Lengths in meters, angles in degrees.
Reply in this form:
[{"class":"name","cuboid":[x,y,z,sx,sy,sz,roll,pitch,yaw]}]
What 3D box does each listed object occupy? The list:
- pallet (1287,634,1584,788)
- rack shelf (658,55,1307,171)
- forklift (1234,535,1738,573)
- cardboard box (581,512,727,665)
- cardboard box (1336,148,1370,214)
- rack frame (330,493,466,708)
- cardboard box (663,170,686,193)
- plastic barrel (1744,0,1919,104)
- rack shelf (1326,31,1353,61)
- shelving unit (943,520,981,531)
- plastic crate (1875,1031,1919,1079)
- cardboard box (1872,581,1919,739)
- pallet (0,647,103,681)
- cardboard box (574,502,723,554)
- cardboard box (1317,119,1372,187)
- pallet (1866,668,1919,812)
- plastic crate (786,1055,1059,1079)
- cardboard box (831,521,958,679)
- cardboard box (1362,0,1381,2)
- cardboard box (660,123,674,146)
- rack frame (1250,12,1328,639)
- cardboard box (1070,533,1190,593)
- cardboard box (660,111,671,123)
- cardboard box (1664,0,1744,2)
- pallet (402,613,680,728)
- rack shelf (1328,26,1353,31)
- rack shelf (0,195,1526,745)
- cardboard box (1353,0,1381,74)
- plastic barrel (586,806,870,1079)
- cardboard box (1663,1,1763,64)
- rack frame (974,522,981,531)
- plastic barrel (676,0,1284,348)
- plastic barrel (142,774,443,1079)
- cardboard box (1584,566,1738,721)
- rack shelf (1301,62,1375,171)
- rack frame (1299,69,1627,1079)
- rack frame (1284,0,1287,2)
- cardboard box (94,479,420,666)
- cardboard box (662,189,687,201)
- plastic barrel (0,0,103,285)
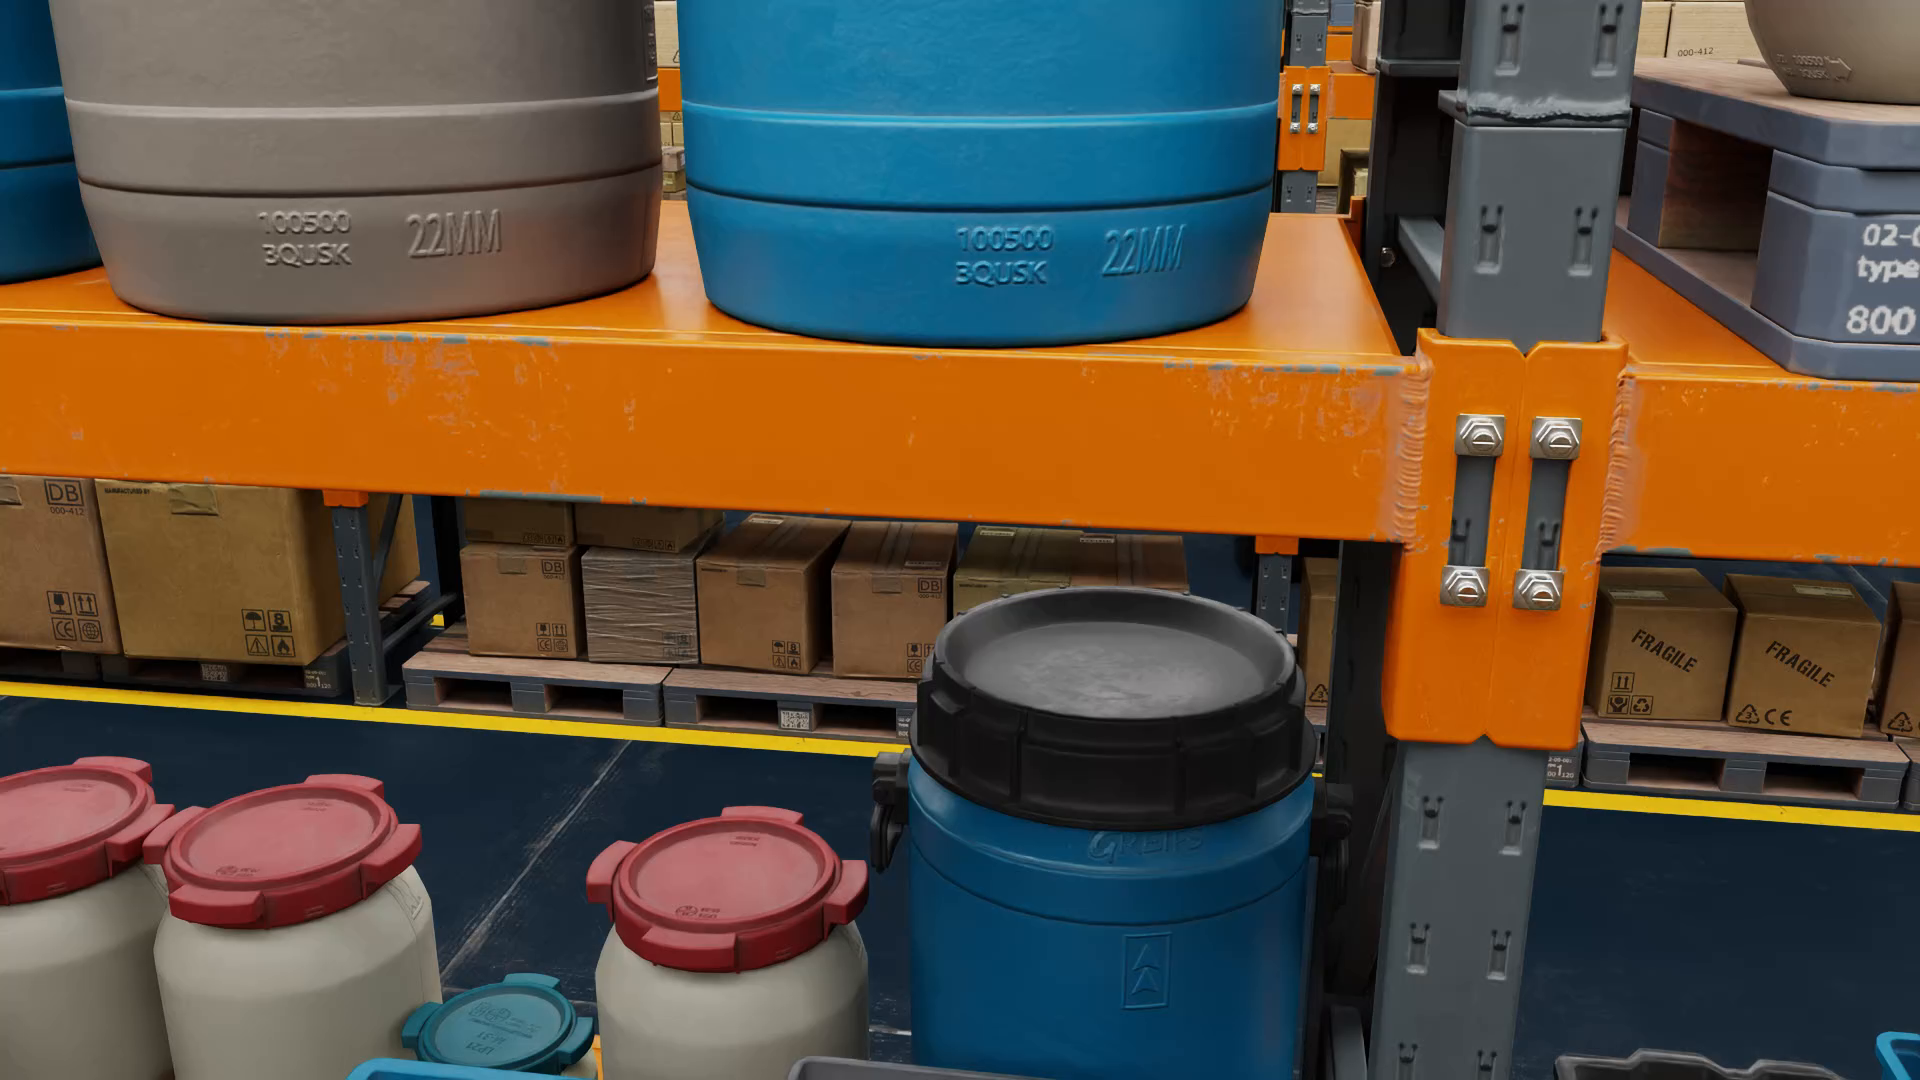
[{"class":"pallet","cuboid":[2.010,0.725,7.303,1.213,0.211,1.003,3,19,9]},{"class":"rack shelf","cuboid":[-0.633,-1.802,6.868,4.000,0.370,1.077,3,19,9]},{"class":"forklift","cuboid":[3.086,-1.267,8.971,3.031,2.935,1.130,3,19,8]},{"class":"cardboard box","cuboid":[-1.394,0.207,7.703,0.500,0.500,0.700,1,19,4]},{"class":"cardboard box","cuboid":[1.829,-1.346,6.897,0.500,0.500,0.500,3,19,9]},{"class":"rack frame","cuboid":[-2.608,-0.821,7.530,0.127,3.000,1.000,3,19,9]},{"class":"cardboard box","cuboid":[-2.167,-2.678,12.346,0.250,0.149,0.380,4,19,11]},{"class":"plastic barrel","cuboid":[0.950,-0.660,1.482,0.421,0.512,0.421,0,18,0]},{"class":"rack shelf","cuboid":[4.203,-3.149,10.895,4.000,0.370,1.077,3,19,9]},{"class":"shelving unit","cuboid":[0.014,-0.568,9.611,0.189,1.200,0.258,3,19,9]},{"class":"plastic crate","cuboid":[1.692,0.973,2.402,0.616,0.251,0.499,3,19,9]},{"class":"cardboard box","cuboid":[4.081,0.512,6.824,0.500,0.500,0.500,8,20,23]},{"class":"pallet","cuboid":[-4.575,0.376,8.348,1.213,0.211,1.003,3,19,9]},{"class":"cardboard box","cuboid":[-1.416,-0.152,7.595,0.500,0.250,0.500,5,19,15]},{"class":"cardboard box","cuboid":[2.587,-2.723,11.275,0.550,0.550,0.875,3,19,9]},{"class":"pallet","cuboid":[4.419,0.848,6.936,1.213,0.211,1.003,3,19,9]},{"class":"plastic crate","cuboid":[0.029,0.973,2.067,0.583,0.464,0.402,3,19,9]},{"class":"cardboard box","cuboid":[-0.282,0.261,7.541,0.500,0.500,0.700,1,19,4]},{"class":"cardboard box","cuboid":[1.613,-2.047,6.076,0.250,0.149,0.380,2,19,7]},{"class":"cardboard box","cuboid":[-3.083,-4.107,16.798,0.500,0.250,0.500,2,19,7]},{"class":"rack frame","cuboid":[1.341,-0.620,6.928,0.127,3.000,1.000,3,19,9]},{"class":"cardboard box","cuboid":[0.739,0.319,7.368,0.500,0.500,0.700,1,19,4]},{"class":"cardboard box","cuboid":[-3.084,-4.470,16.701,0.500,0.500,0.500,3,19,8]},{"class":"cardboard box","cuboid":[2.650,-1.995,5.920,0.250,0.149,0.380,3,19,8]},{"class":"pallet","cuboid":[-1.837,0.541,7.854,1.213,0.211,1.003,3,19,9]},{"class":"rack shelf","cuboid":[4.888,-4.705,15.545,4.000,0.370,1.077,3,19,9]},{"class":"rack shelf","cuboid":[-1.419,-0.250,2.230,4.000,0.370,1.077,3,19,9]},{"class":"cardboard box","cuboid":[1.745,-1.868,6.169,0.500,0.250,0.500,2,19,7]},{"class":"plastic barrel","cuboid":[-0.354,0.750,2.619,0.433,0.535,0.433,0,18,0]},{"class":"cardboard box","cuboid":[2.757,-1.815,6.009,0.500,0.250,0.500,2,19,6]},{"class":"rack frame","cuboid":[0.105,-0.564,9.597,0.006,1.200,0.240,3,19,9]},{"class":"plastic barrel","cuboid":[0.019,-0.686,1.609,0.708,0.901,0.600,3,19,9]},{"class":"plastic barrel","cuboid":[-1.078,0.714,2.729,0.433,0.535,0.433,0,18,0]},{"class":"cardboard box","cuboid":[2.922,0.432,7.062,0.500,0.500,0.500,1,19,4]},{"class":"rack shelf","cuboid":[3.316,-1.601,6.266,4.000,0.370,1.077,3,19,9]},{"class":"rack frame","cuboid":[0.556,0.932,2.291,0.127,3.000,1.000,3,19,9]},{"class":"rack frame","cuboid":[2.228,-5.014,10.605,0.127,3.000,1.000,3,19,9]},{"class":"cardboard box","cuboid":[-3.286,-0.054,7.924,0.875,0.875,1.225,2,19,6]},{"class":"cardboard box","cuboid":[-2.131,-2.536,12.389,0.250,0.149,0.380,3,19,8]},{"class":"plastic barrel","cuboid":[-1.272,-0.752,1.805,0.708,0.901,0.600,3,19,9]}]
